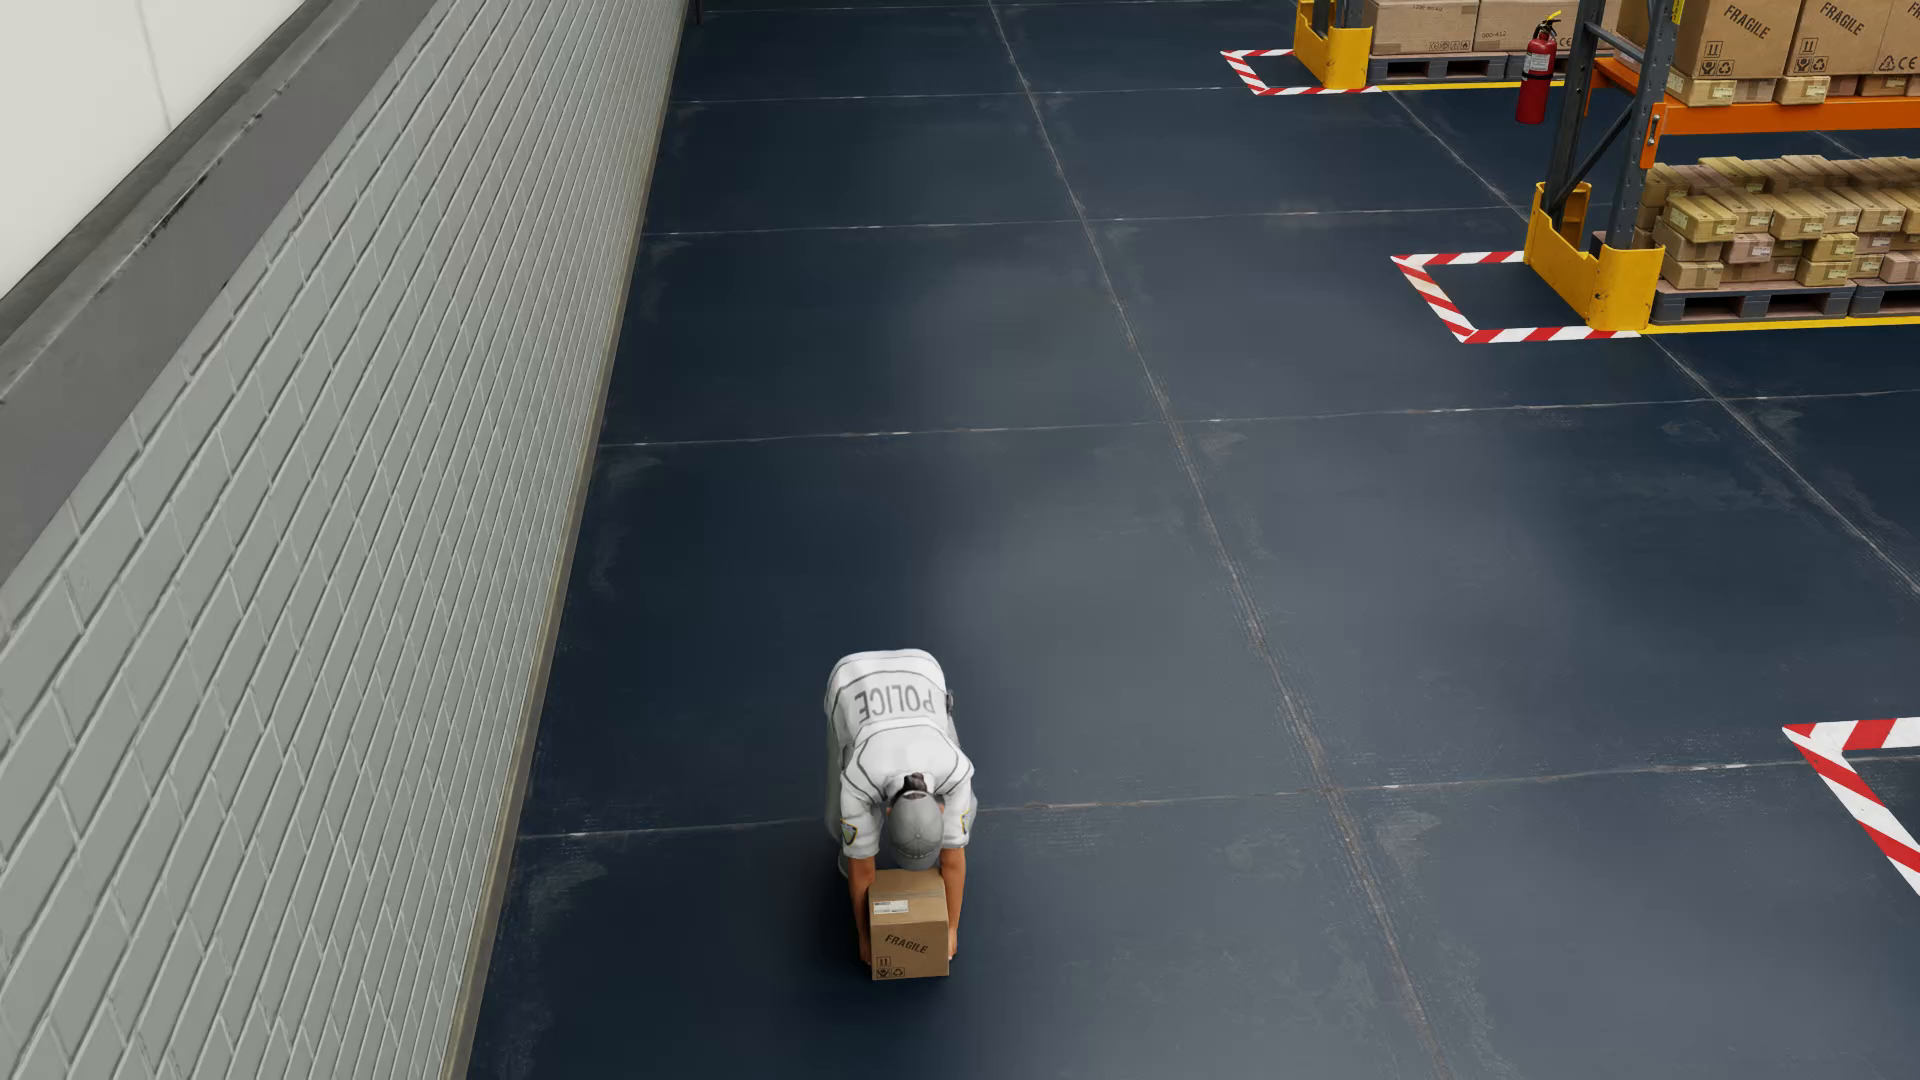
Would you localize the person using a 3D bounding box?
[{"bbox_3d":[-0.201,0.871,5.565,0.514,0.797,0.921,-4,31,-6],"label":"person"}]
